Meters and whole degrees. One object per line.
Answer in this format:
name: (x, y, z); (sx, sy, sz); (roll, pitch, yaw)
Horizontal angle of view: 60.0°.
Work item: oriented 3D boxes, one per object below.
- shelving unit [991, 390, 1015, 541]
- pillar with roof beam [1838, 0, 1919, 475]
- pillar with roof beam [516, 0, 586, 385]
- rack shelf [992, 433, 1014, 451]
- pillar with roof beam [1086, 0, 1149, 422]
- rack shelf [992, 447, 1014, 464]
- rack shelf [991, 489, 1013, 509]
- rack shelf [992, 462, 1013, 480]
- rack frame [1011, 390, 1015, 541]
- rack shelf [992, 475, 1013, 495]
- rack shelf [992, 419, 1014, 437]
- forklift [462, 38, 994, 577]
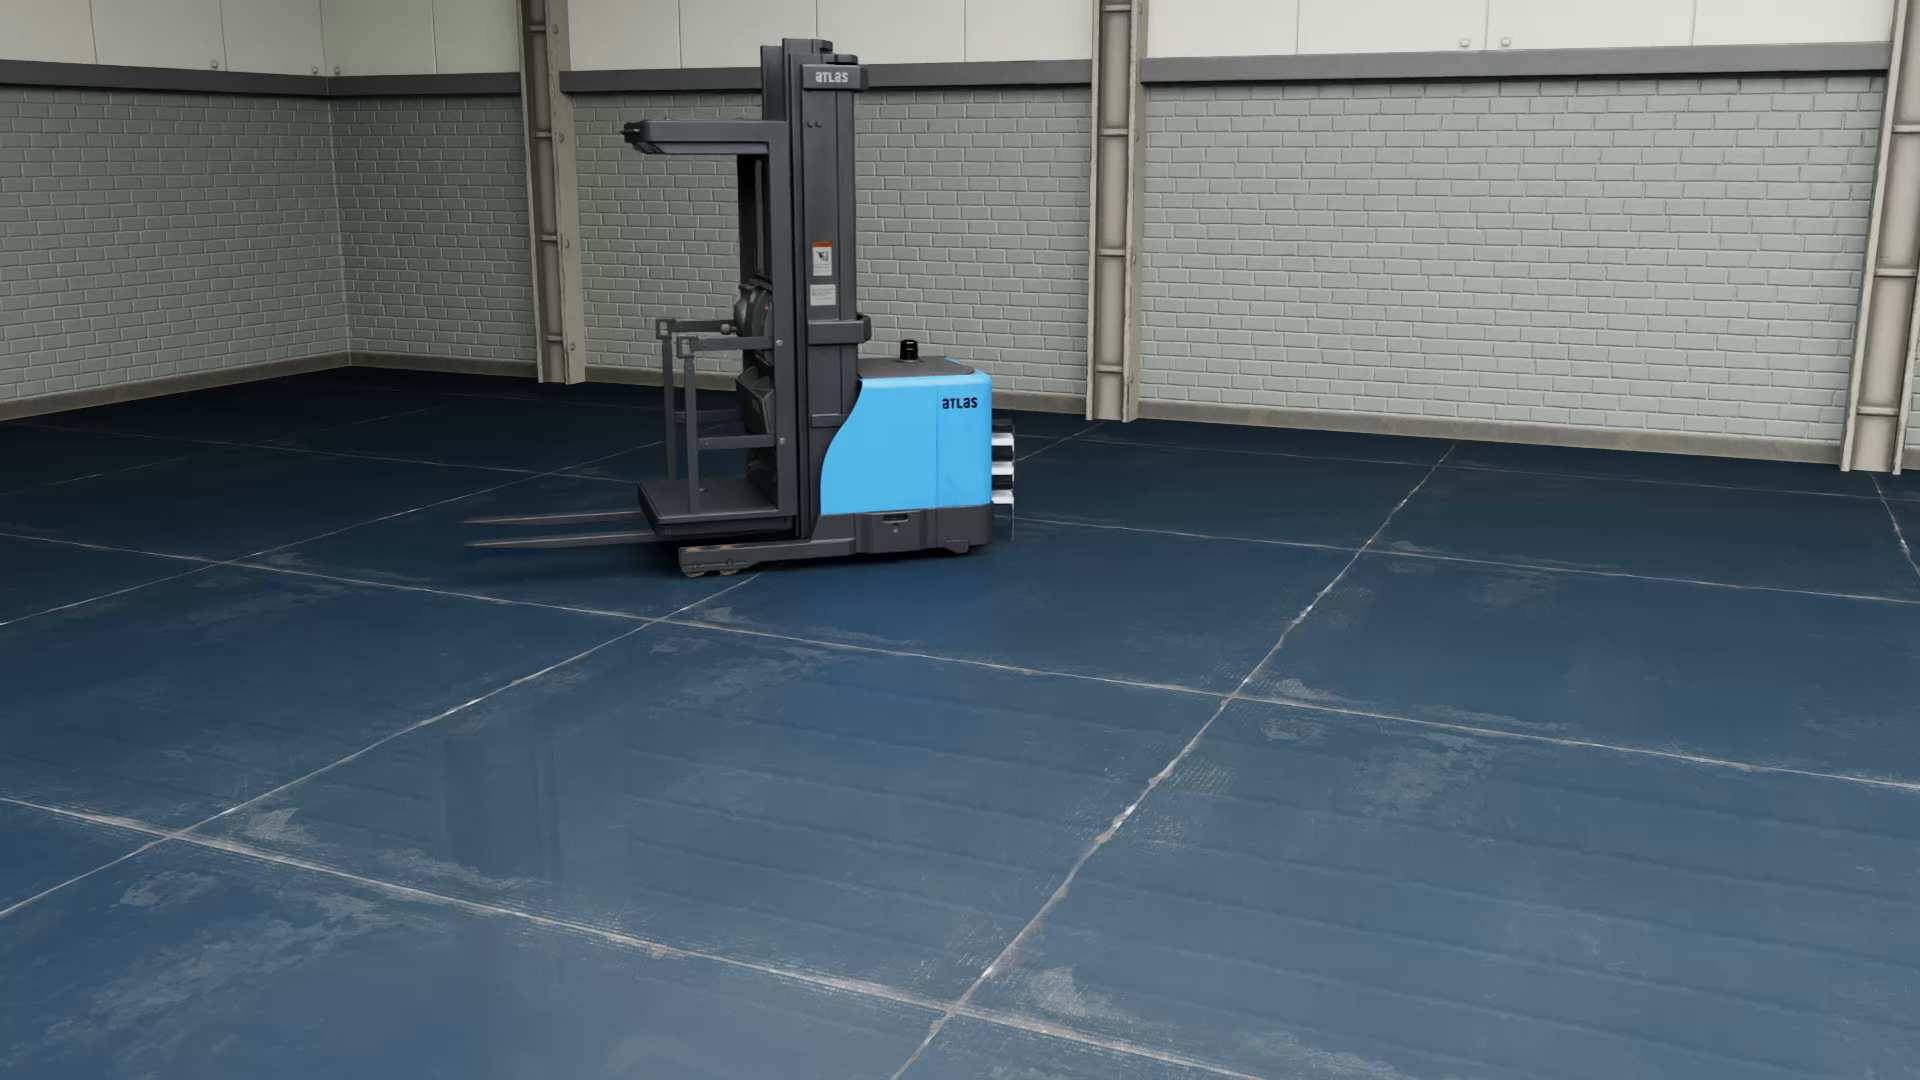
shelving unit: (0.223, -0.460, 10.246); (0.210, 0.900, 0.258); (0, 13, -1)
pillar with roof beam: (5.104, -4.015, 7.668); (0.400, 9.000, 9.100); (6, 14, 23)
pillar with roof beam: (-5.868, -5.126, 12.400); (0.400, 9.000, 9.100); (6, 14, 23)
rack shelf: (0.222, -0.603, 10.212); (0.200, 0.077, 0.258); (0, 13, -1)
pillar with roof beam: (-0.382, -4.570, 10.034); (0.400, 9.000, 9.100); (6, 14, 23)
rack shelf: (0.223, -0.516, 10.233); (0.200, 0.077, 0.258); (0, 13, -1)
rack shelf: (0.223, -0.253, 10.294); (0.200, 0.077, 0.258); (0, 13, -1)
rack shelf: (0.223, -0.428, 10.253); (0.200, 0.077, 0.258); (0, 13, -1)
rack frame: (0.324, -0.461, 10.248); (0.006, 0.900, 0.240); (0, 13, -1)
rack shelf: (0.223, -0.340, 10.274); (0.200, 0.077, 0.258); (0, 13, -1)
rack shelf: (0.222, -0.691, 10.192); (0.200, 0.077, 0.258); (0, 13, -1)
forklift: (-1.375, -1.351, 9.595); (3.031, 2.935, 1.130); (-4, 14, -16)
